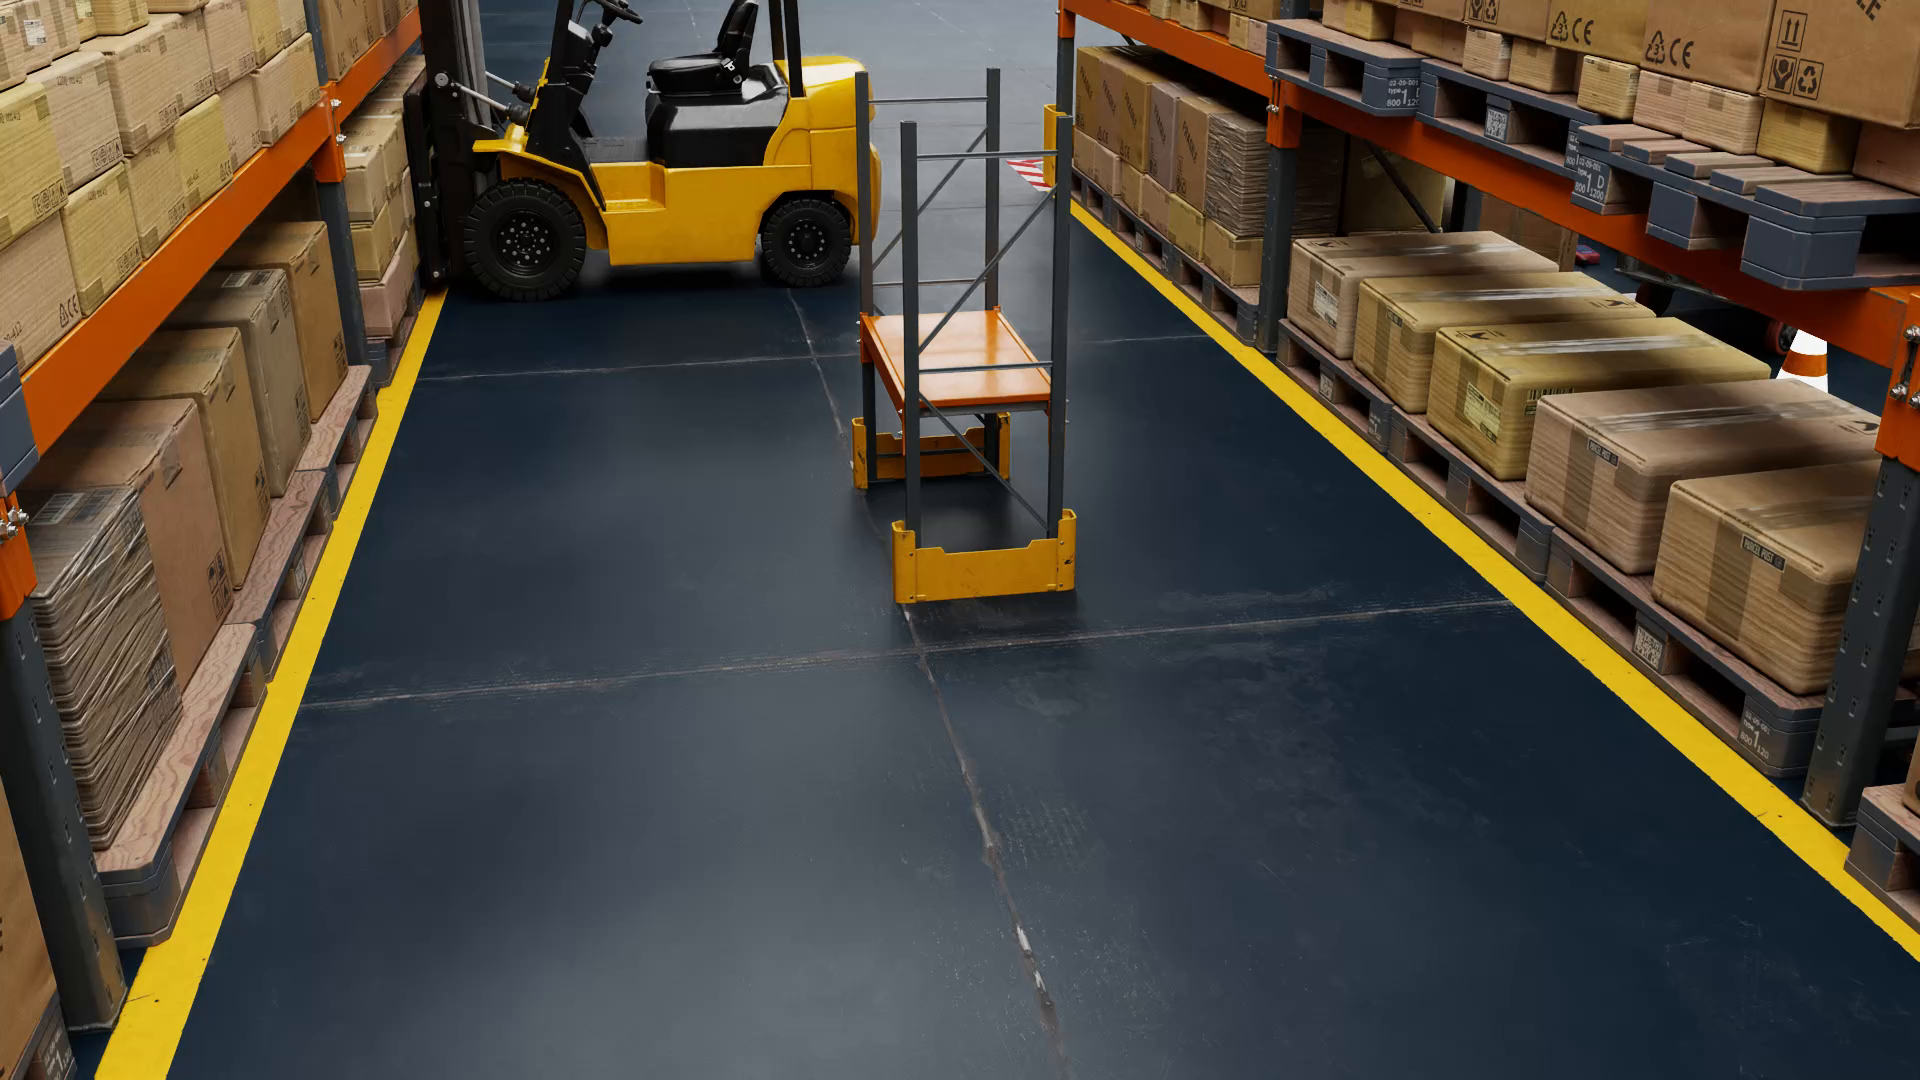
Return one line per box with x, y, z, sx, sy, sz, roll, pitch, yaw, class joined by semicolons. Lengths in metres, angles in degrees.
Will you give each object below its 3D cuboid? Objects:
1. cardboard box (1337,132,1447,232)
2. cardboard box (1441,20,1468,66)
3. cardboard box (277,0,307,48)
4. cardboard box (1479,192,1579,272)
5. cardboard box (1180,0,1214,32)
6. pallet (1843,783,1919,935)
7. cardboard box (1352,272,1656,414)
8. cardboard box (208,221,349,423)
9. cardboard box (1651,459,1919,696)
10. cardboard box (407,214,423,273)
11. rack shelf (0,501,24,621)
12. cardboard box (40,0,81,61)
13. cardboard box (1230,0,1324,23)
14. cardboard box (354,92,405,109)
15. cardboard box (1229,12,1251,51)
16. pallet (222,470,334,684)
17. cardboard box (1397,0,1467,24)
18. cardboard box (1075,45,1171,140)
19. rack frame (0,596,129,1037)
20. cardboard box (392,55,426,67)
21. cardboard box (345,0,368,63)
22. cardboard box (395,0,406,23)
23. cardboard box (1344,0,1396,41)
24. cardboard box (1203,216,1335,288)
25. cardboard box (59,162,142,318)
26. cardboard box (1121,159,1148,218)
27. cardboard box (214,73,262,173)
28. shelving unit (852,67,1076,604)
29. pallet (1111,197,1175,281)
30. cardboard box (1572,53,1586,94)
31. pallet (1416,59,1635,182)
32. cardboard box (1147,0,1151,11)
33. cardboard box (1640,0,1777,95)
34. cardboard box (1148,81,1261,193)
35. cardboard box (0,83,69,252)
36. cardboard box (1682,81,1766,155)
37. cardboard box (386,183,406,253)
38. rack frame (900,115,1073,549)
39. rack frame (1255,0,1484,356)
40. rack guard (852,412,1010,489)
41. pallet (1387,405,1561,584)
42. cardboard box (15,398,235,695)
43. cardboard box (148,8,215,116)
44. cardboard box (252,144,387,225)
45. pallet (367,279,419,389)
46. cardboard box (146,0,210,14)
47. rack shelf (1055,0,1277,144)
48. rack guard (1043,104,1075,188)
2.045;-1.818;8.139;0.500;0.500;0.500;-3;24;-7;cardboard box
1.896;-1.720;5.730;0.380;0.149;0.250;-4;24;-9;cardboard box
-2.646;-1.908;5.933;0.500;0.250;0.500;-5;24;-11;cardboard box
3.028;-1.668;8.941;0.500;0.500;0.500;13;27;27;cardboard box
1.339;-2.678;8.449;0.380;0.149;0.250;-5;24;-11;cardboard box
2.700;0.877;3.479;1.003;0.211;1.213;-4;24;-10;pallet
2.125;-0.790;6.569;0.950;0.372;0.625;-3;24;-6;cardboard box
-2.881;-0.821;6.325;0.875;0.625;0.625;-3;24;-7;cardboard box
2.534;0.072;4.596;0.950;0.372;0.625;-6;24;-13;cardboard box
-2.972;-1.468;8.274;0.500;0.250;0.500;-4;24;-9;cardboard box
-1.879;0.768;1.142;1.077;0.370;4.000;-4;24;-10;rack shelf
-2.202;-1.144;3.687;0.380;0.149;0.250;-4;24;-9;cardboard box
1.562;-2.629;7.524;0.500;0.500;0.500;-5;24;-11;cardboard box
-3.047;-2.129;8.539;0.500;0.250;0.500;-5;24;-11;cardboard box
1.477;-2.377;7.758;0.380;0.149;0.250;-4;24;-9;cardboard box
-2.585;0.124;5.202;1.003;0.211;1.213;-4;24;-10;pallet
1.865;-2.067;5.713;0.500;0.500;0.500;-4;24;-10;cardboard box
1.032;-2.793;10.370;0.500;0.500;0.500;-5;24;-12;cardboard box
-2.249;-0.348;2.799;1.000;3.000;0.127;-4;24;-10;rack frame
-3.337;-2.727;9.908;0.500;0.250;0.500;-4;24;-8;cardboard box
-2.927;-2.365;7.292;0.500;0.500;0.500;-4;24;-9;cardboard box
-3.197;-2.960;8.655;0.500;0.500;0.500;-5;24;-11;cardboard box
1.718;-2.028;6.435;0.380;0.149;0.250;-4;24;-9;cardboard box
1.515;-1.435;8.199;0.500;0.250;0.500;-3;24;-7;cardboard box
-2.179;-0.670;3.724;0.500;0.250;0.500;-5;24;-11;cardboard box
1.227;-2.043;9.591;0.500;0.250;0.500;-3;24;-6;cardboard box
-2.478;-1.279;5.118;0.500;0.250;0.500;-4;24;-9;cardboard box
-0.014;-0.717;5.518;0.587;1.500;1.083;-4;24;-10;shelving unit
1.501;-1.755;9.504;1.003;0.211;1.213;-4;24;-10;pallet
2.099;-1.417;5.035;0.380;0.149;0.250;-4;24;-9;cardboard box
2.222;-1.405;5.458;1.003;0.211;1.213;-4;24;-10;pallet
1.249;-2.983;9.146;0.380;0.149;0.250;-5;24;-11;cardboard box
2.165;-1.452;4.306;0.500;0.500;0.500;-5;24;-11;cardboard box
1.324;-2.180;8.967;0.500;0.500;0.500;-3;24;-7;cardboard box
-2.066;-0.703;3.174;0.500;0.250;0.500;-4;24;-10;cardboard box
2.125;-1.102;4.314;0.380;0.149;0.250;-5;24;-10;cardboard box
-2.870;-1.494;7.709;0.500;0.250;0.500;-4;24;-10;cardboard box
0.078;-0.521;5.069;0.500;1.500;0.032;-4;24;-10;rack frame
1.889;-2.290;7.246;1.000;3.000;0.127;-4;24;-10;rack frame
-0.106;-0.340;6.217;0.587;0.250;0.087;-4;24;-10;rack guard
2.263;-0.225;6.002;1.003;0.211;1.213;-4;24;-10;pallet
-2.479;0.045;4.341;0.875;0.625;0.625;-4;24;-8;cardboard box
-2.381;-1.304;4.551;0.500;0.250;0.500;-4;24;-9;cardboard box
-2.770;-1.525;7.156;0.500;0.250;0.500;-5;24;-11;cardboard box
-3.094;-0.959;7.683;1.003;0.211;1.213;-4;24;-10;pallet
-2.317;-1.548;4.610;0.380;0.149;0.250;-5;24;-11;cardboard box
1.519;-2.747;9.191;1.077;0.370;4.000;-4;24;-10;rack shelf
1.163;-2.688;11.280;1.175;0.500;0.348;-4;24;-10;rack guard
